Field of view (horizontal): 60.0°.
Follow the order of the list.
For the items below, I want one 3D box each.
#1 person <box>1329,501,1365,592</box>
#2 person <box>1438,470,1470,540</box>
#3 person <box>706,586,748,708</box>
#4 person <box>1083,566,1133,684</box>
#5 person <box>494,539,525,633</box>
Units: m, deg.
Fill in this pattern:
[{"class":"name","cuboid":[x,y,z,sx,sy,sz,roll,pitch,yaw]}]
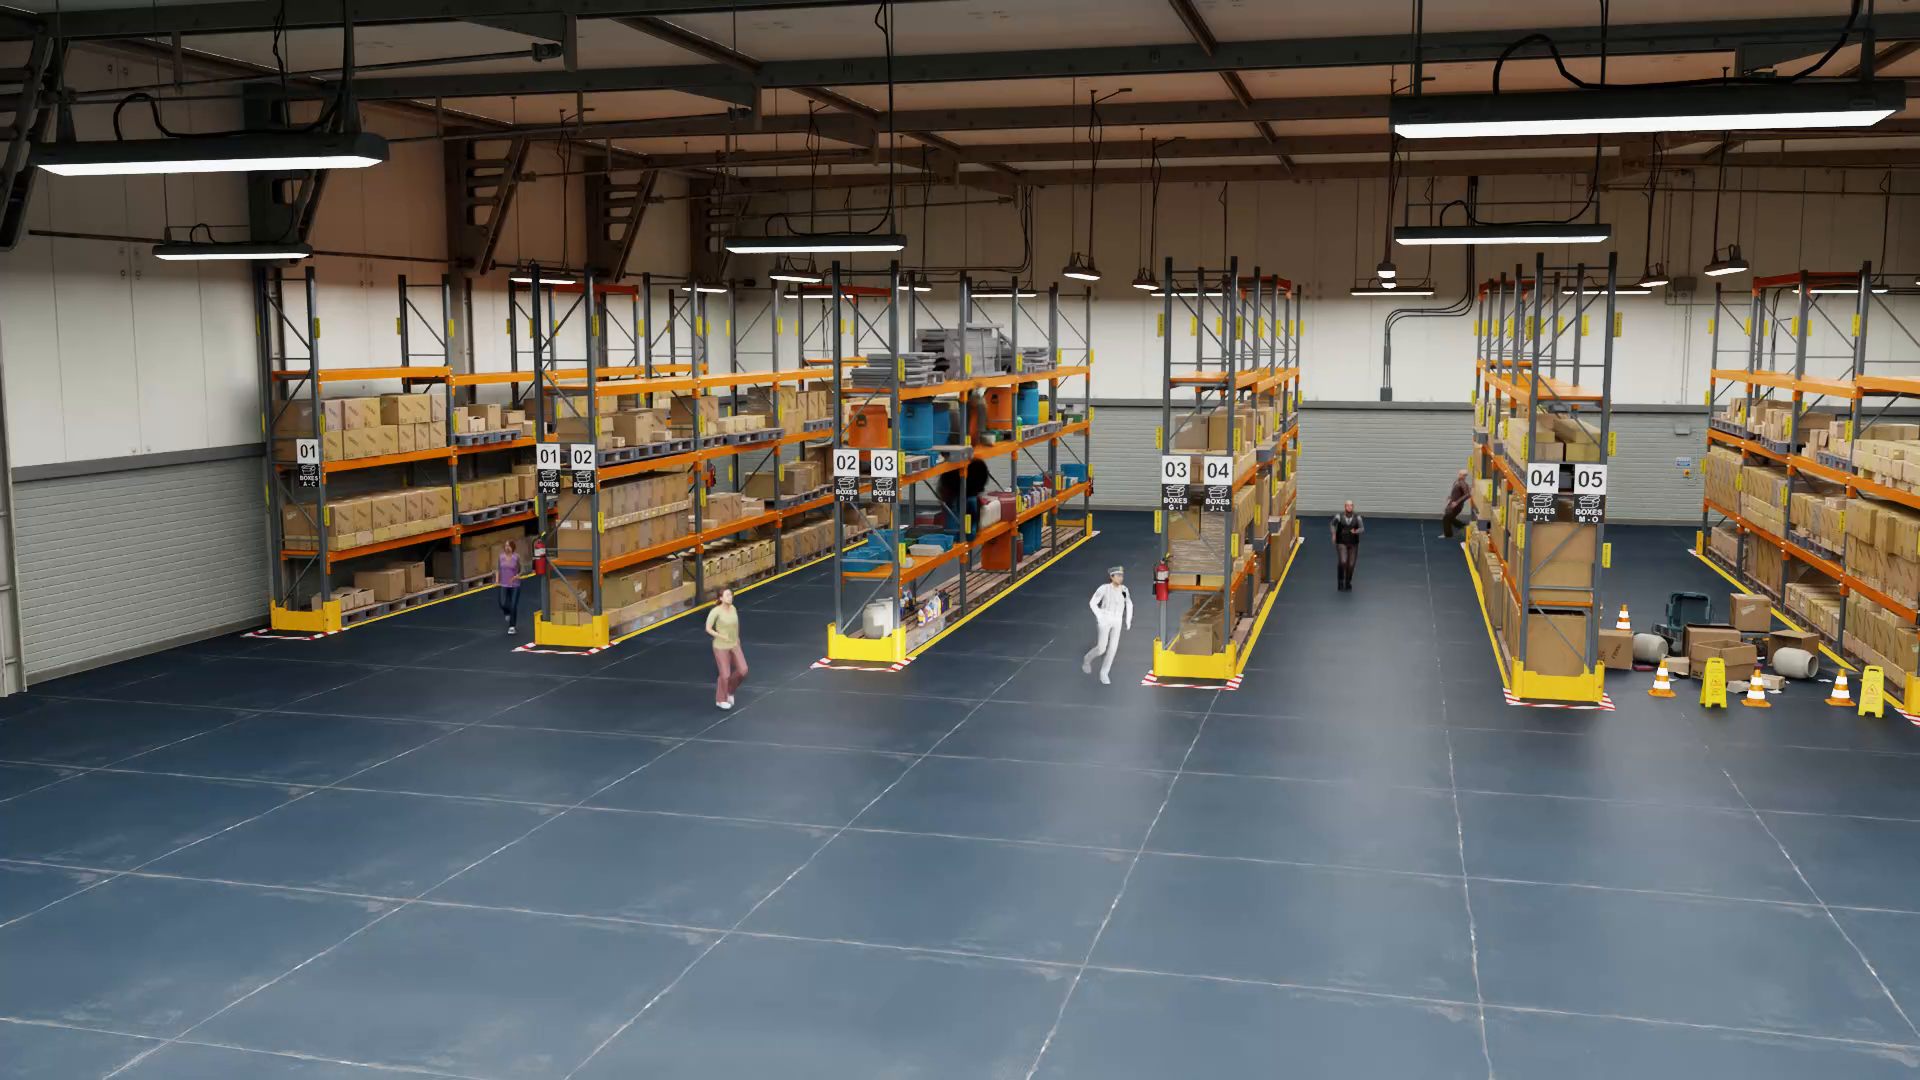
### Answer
[{"class":"person","cuboid":[7.409,0.126,31.819,0.625,1.758,0.730,0,7,4]},{"class":"person","cuboid":[11.711,-0.829,39.346,0.687,1.686,0.775,1,7,10]},{"class":"person","cuboid":[-3.061,1.420,21.878,0.592,1.634,0.539,-7,10,-43]},{"class":"person","cuboid":[2.166,1.179,23.798,0.677,1.647,0.657,-2,8,-18]},{"class":"person","cuboid":[-7.423,0.779,27.375,0.533,1.537,0.541,0,7,-3]}]
